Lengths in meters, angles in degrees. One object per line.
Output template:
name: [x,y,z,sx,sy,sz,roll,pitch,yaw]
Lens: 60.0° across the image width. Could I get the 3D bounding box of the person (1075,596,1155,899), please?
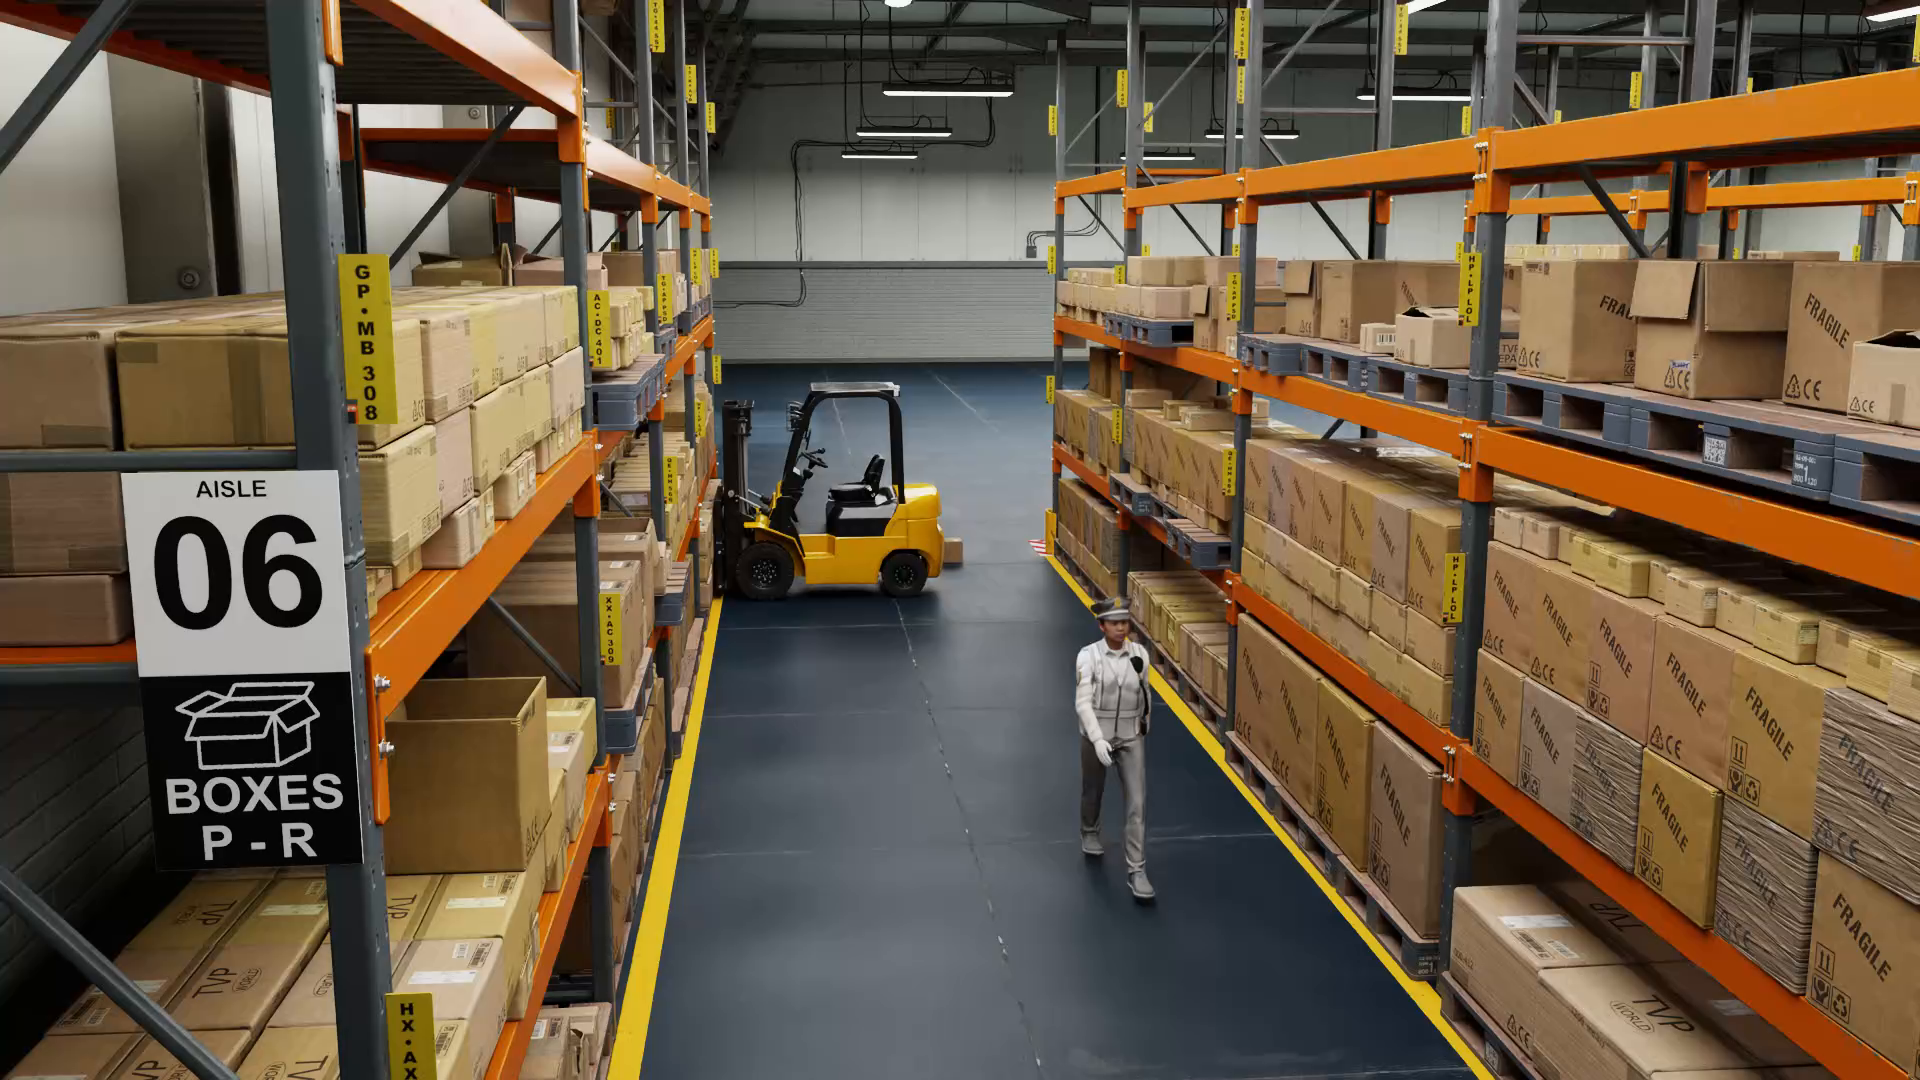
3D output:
person: [0.885,1.118,9.478,0.475,1.628,0.998,-1,10,-5]
